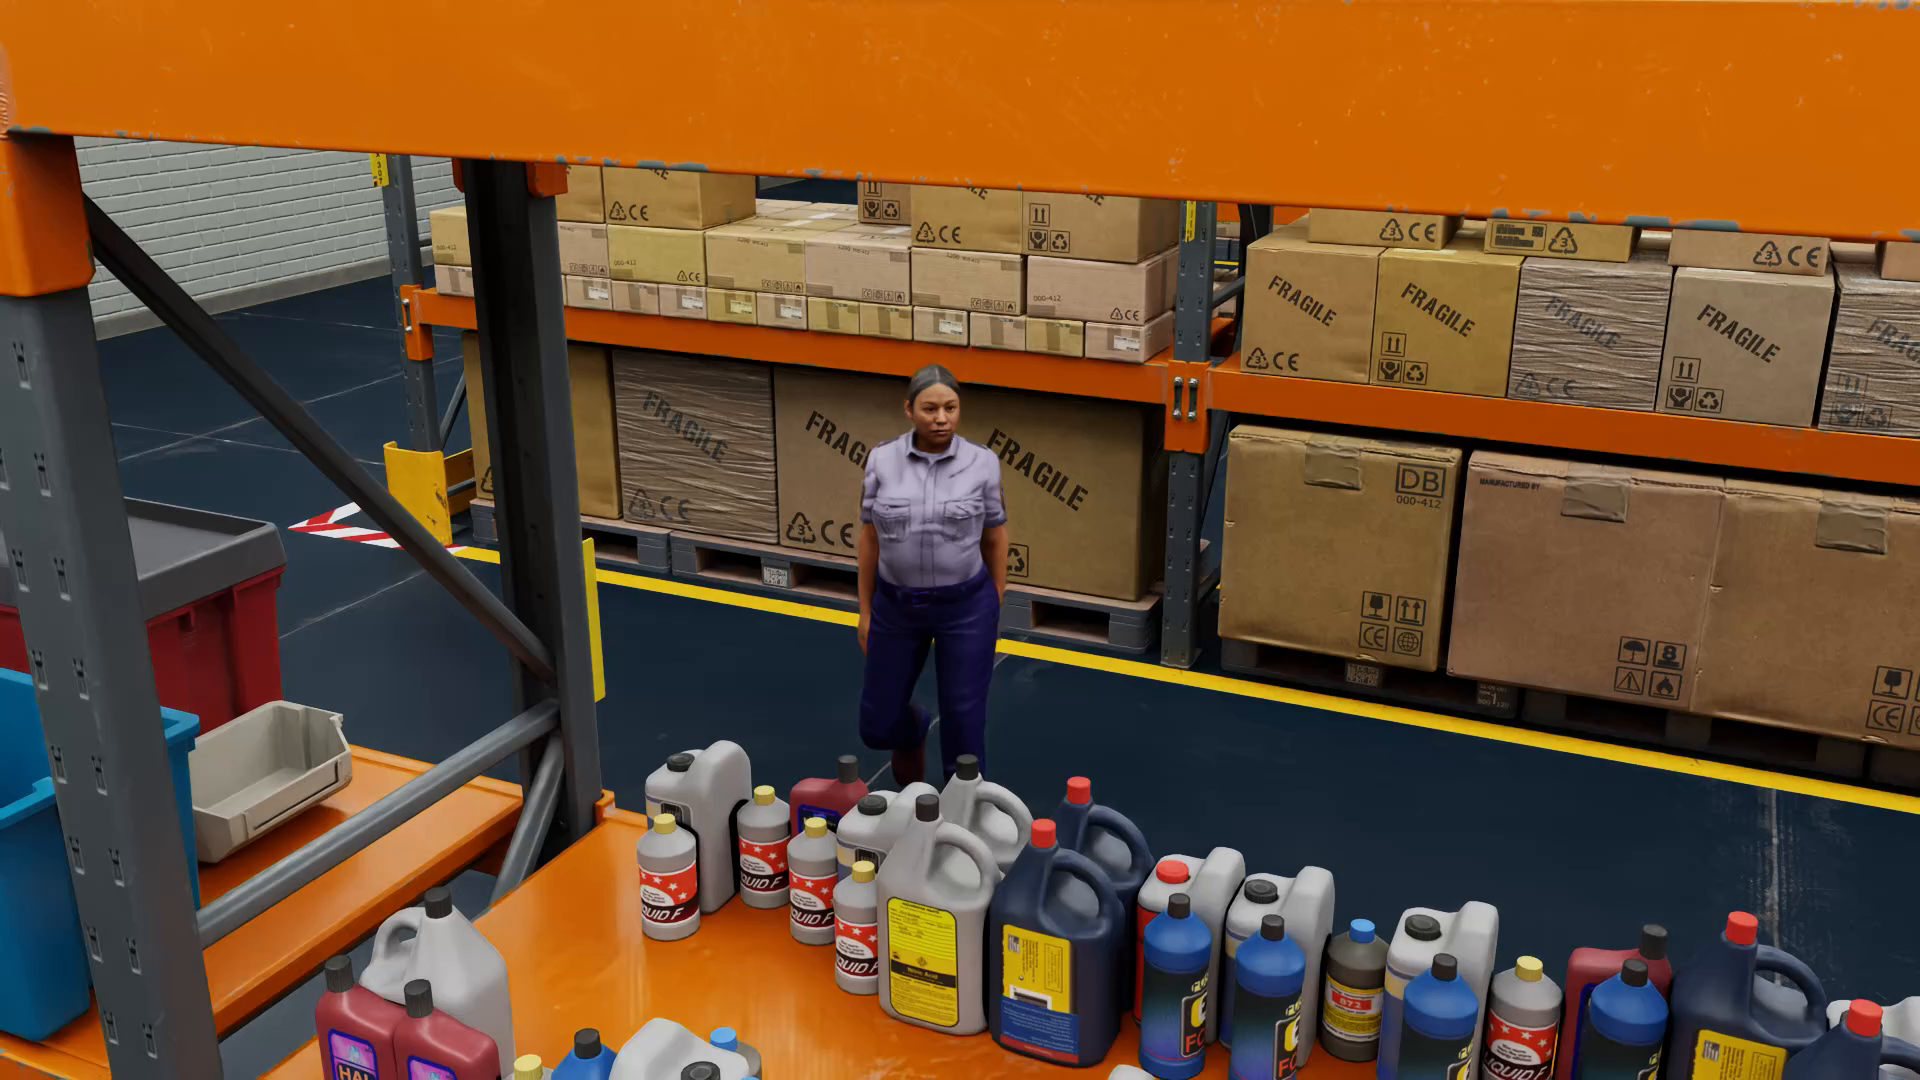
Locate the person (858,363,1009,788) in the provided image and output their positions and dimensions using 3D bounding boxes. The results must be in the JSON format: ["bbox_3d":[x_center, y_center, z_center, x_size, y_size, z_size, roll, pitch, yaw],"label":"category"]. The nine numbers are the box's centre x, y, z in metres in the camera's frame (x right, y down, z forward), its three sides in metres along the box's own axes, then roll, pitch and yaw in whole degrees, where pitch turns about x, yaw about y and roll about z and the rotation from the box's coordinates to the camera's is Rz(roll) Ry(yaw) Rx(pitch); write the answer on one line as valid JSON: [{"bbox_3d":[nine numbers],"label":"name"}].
[{"bbox_3d":[-0.088,0.232,5.387,0.480,1.636,0.649,2,19,6],"label":"person"}]
